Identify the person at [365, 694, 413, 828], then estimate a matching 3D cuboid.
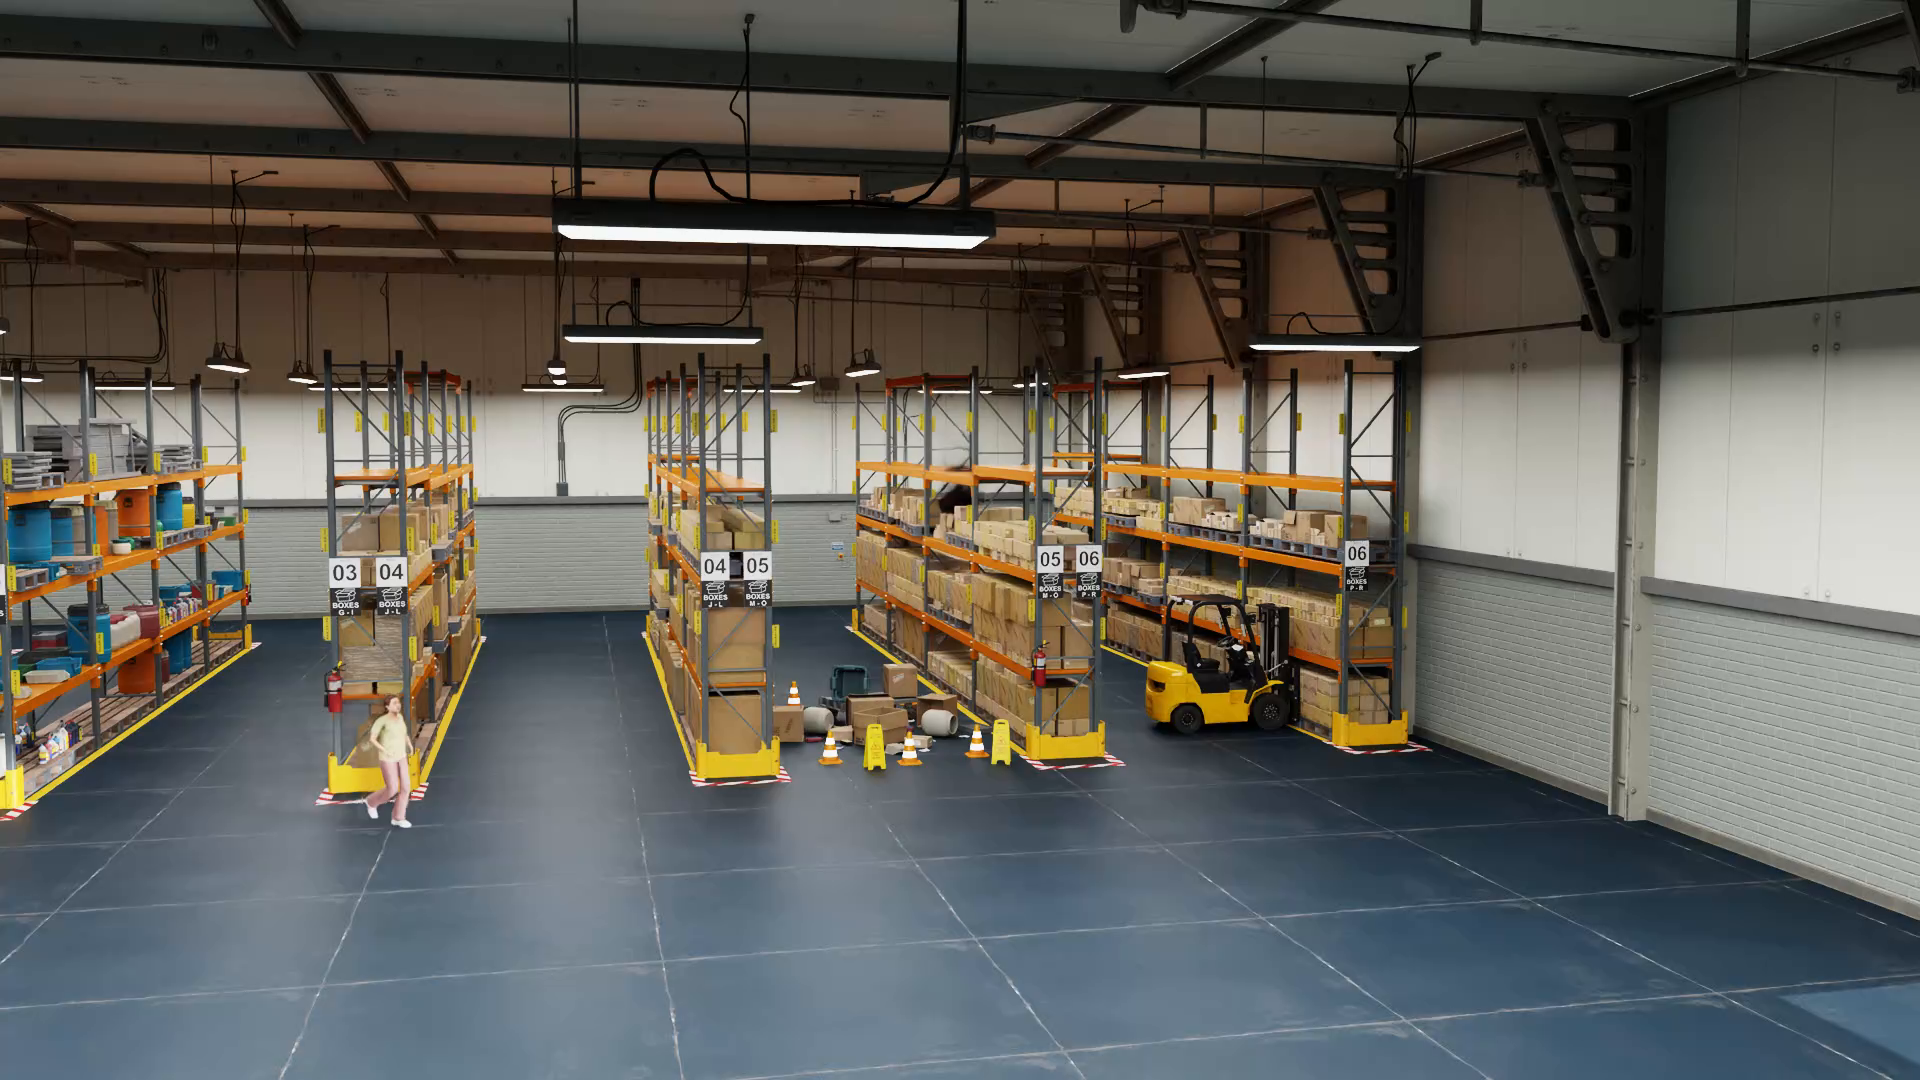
[{"bbox_3d":[-7.118,2.742,20.781,0.686,1.654,0.602,2,4,28],"label":"person"}]
